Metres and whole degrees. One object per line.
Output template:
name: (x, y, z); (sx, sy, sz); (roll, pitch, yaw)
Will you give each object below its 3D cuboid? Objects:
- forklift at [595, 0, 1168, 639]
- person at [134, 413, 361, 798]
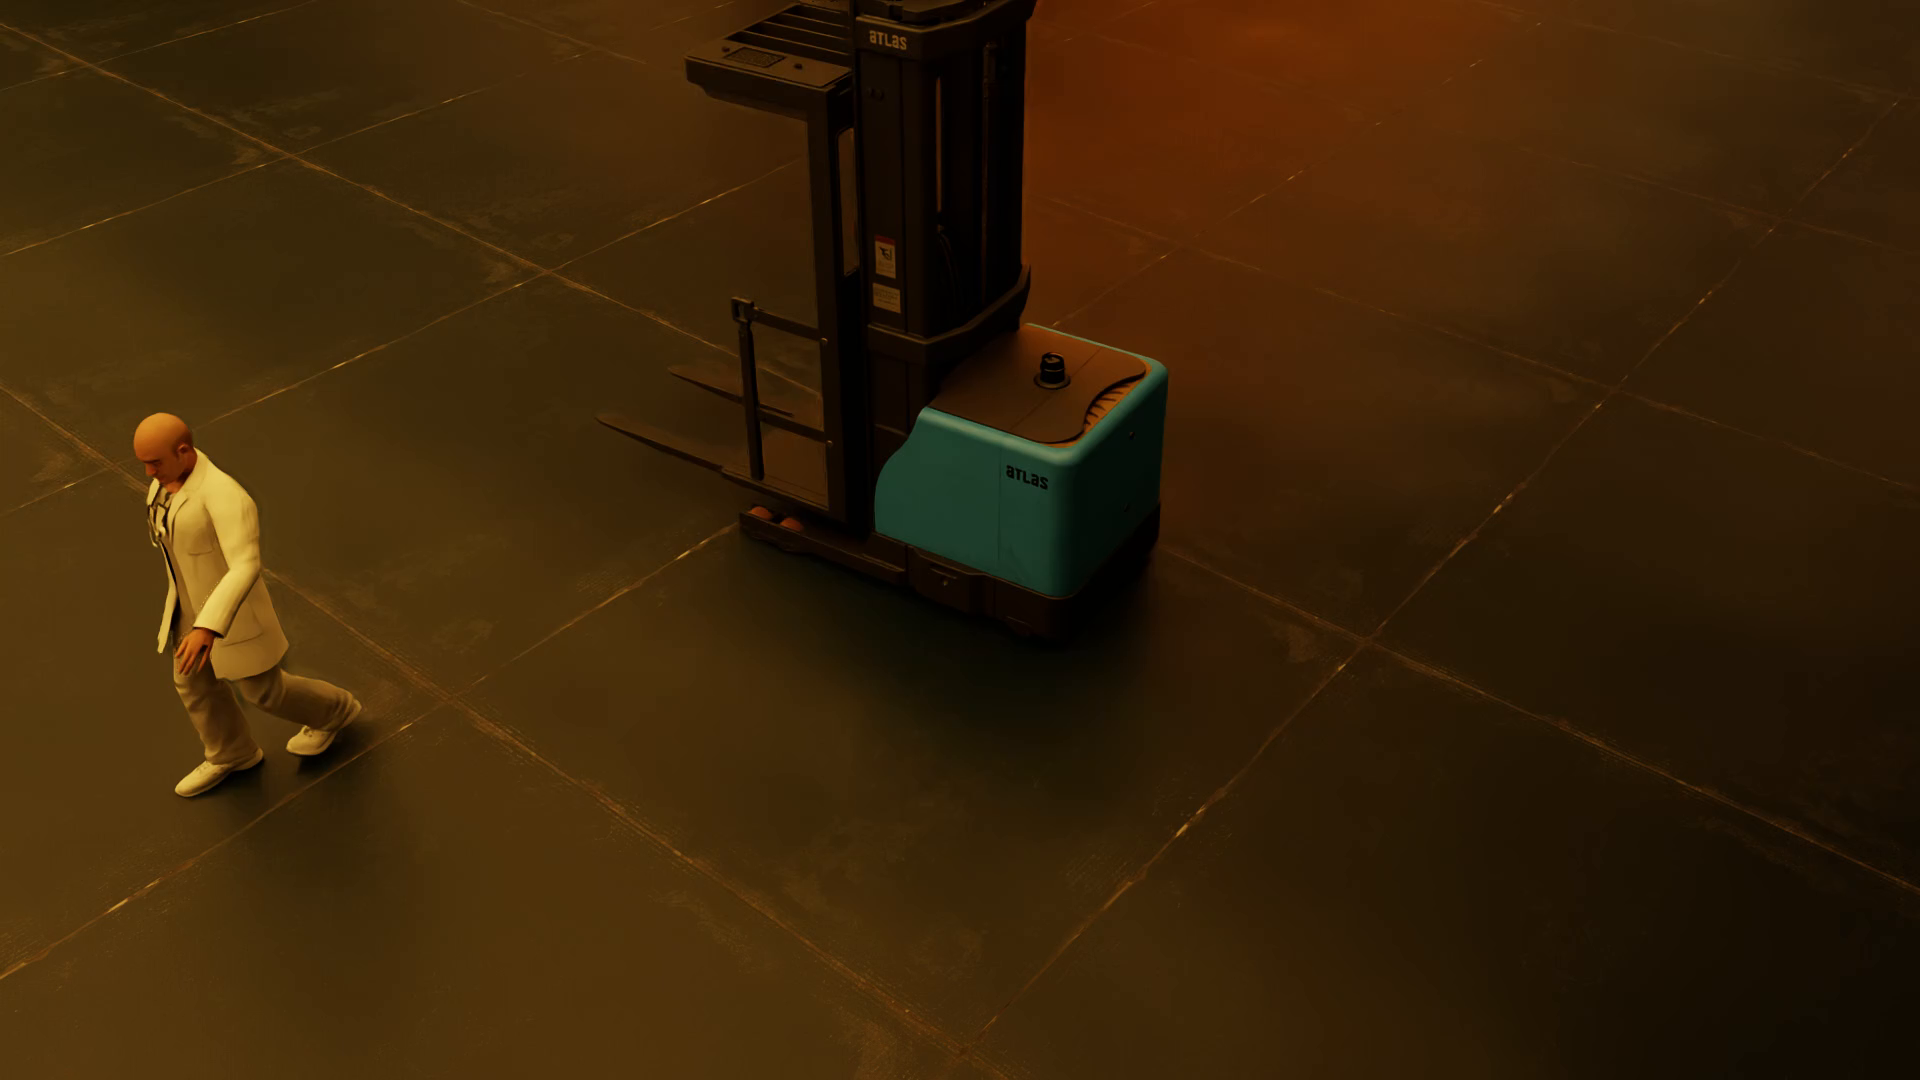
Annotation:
forklift: (-0.526, -1.371, 7.902); (3.031, 2.935, 1.130); (20, 41, 25)
person: (-2.985, 0.250, 6.681); (0.980, 1.760, 0.806); (24, 42, 29)
